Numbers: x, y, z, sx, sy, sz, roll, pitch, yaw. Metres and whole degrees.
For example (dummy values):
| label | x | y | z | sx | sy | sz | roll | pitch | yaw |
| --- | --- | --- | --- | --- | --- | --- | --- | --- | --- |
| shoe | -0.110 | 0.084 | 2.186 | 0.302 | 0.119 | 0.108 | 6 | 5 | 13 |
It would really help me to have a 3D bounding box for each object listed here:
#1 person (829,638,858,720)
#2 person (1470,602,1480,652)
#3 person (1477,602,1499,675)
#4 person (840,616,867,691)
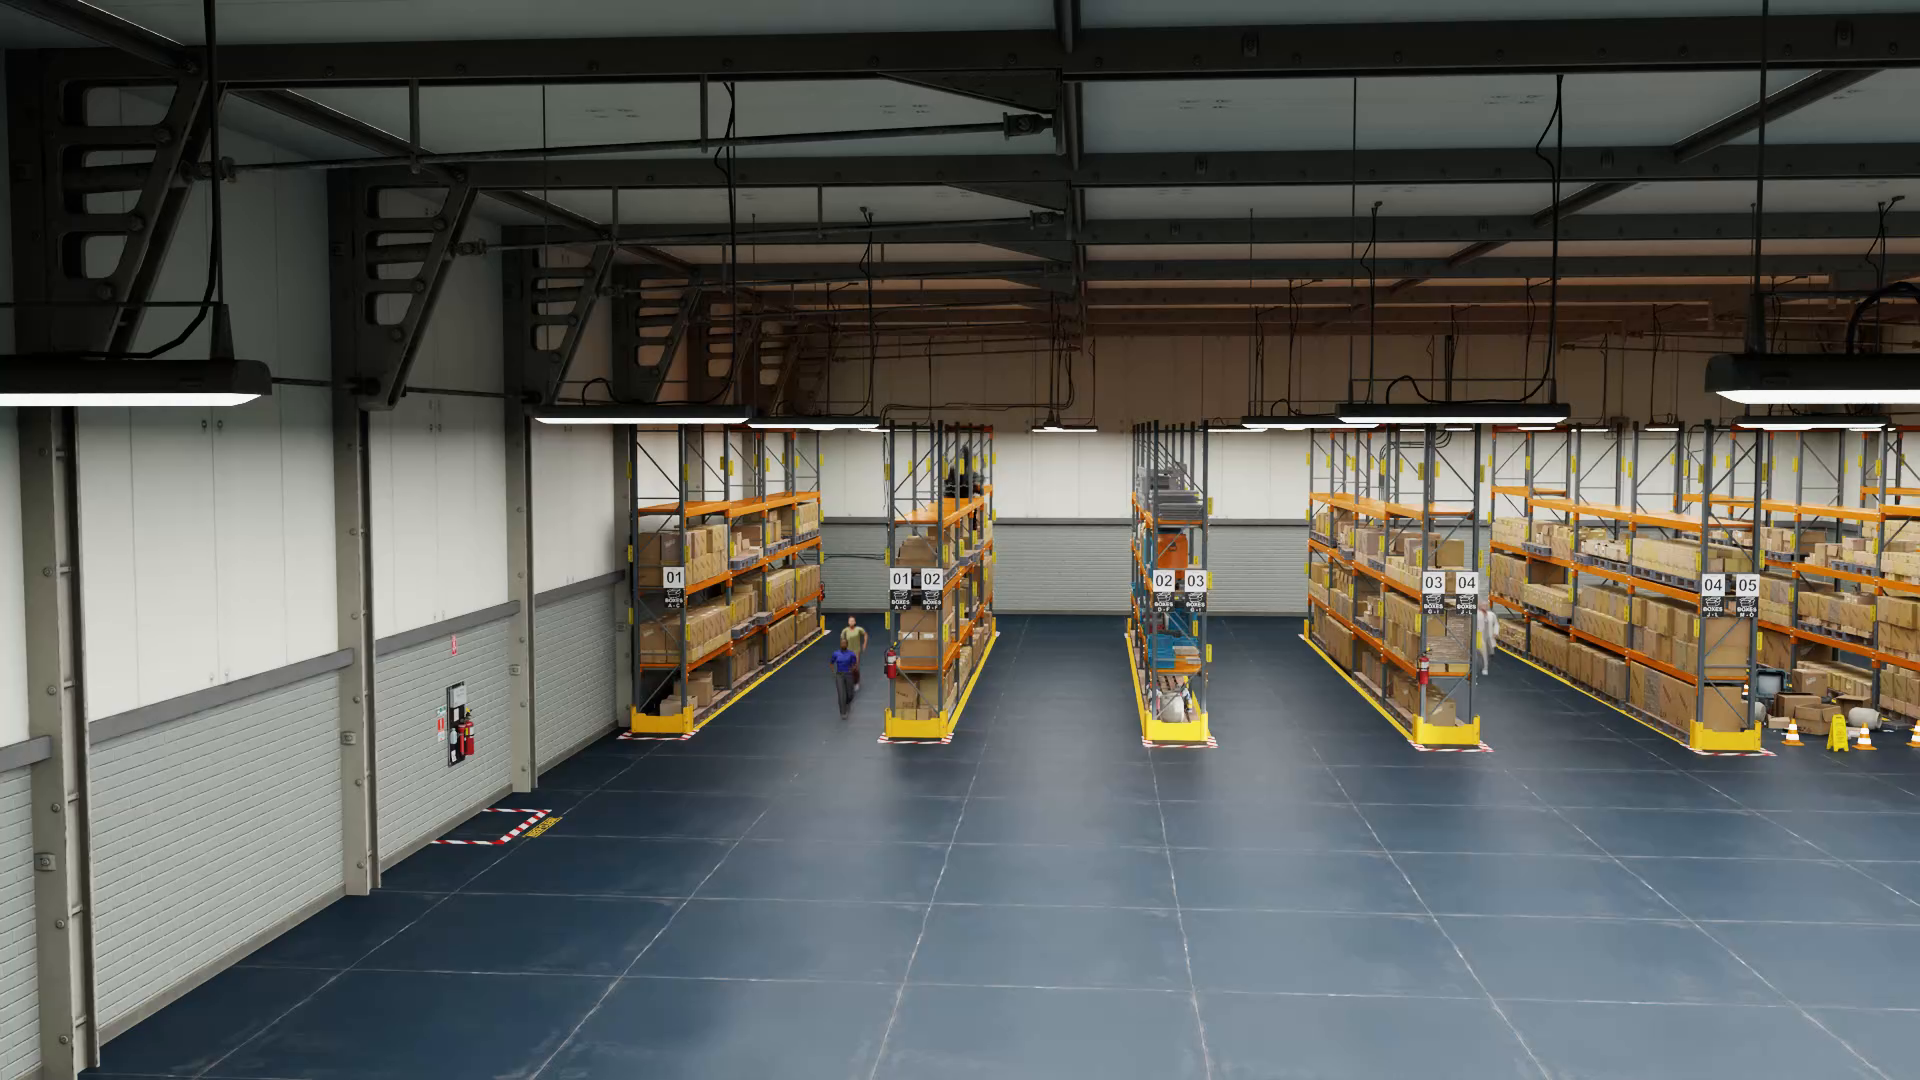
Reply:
| label | x | y | z | sx | sy | sz | roll | pitch | yaw |
| --- | --- | --- | --- | --- | --- | --- | --- | --- | --- |
| person | -2.360 | 2.793 | 33.600 | 0.567 | 1.602 | 0.697 | 0 | 4 | -8 |
| person | 13.228 | 2.111 | 43.363 | 0.662 | 1.793 | 0.680 | 1 | 4 | 14 |
| person | 12.603 | 2.342 | 40.023 | 0.730 | 1.724 | 0.716 | 0 | 4 | -3 |
| person | -2.395 | 2.550 | 37.244 | 0.592 | 1.719 | 0.698 | 0 | 4 | 2 |
